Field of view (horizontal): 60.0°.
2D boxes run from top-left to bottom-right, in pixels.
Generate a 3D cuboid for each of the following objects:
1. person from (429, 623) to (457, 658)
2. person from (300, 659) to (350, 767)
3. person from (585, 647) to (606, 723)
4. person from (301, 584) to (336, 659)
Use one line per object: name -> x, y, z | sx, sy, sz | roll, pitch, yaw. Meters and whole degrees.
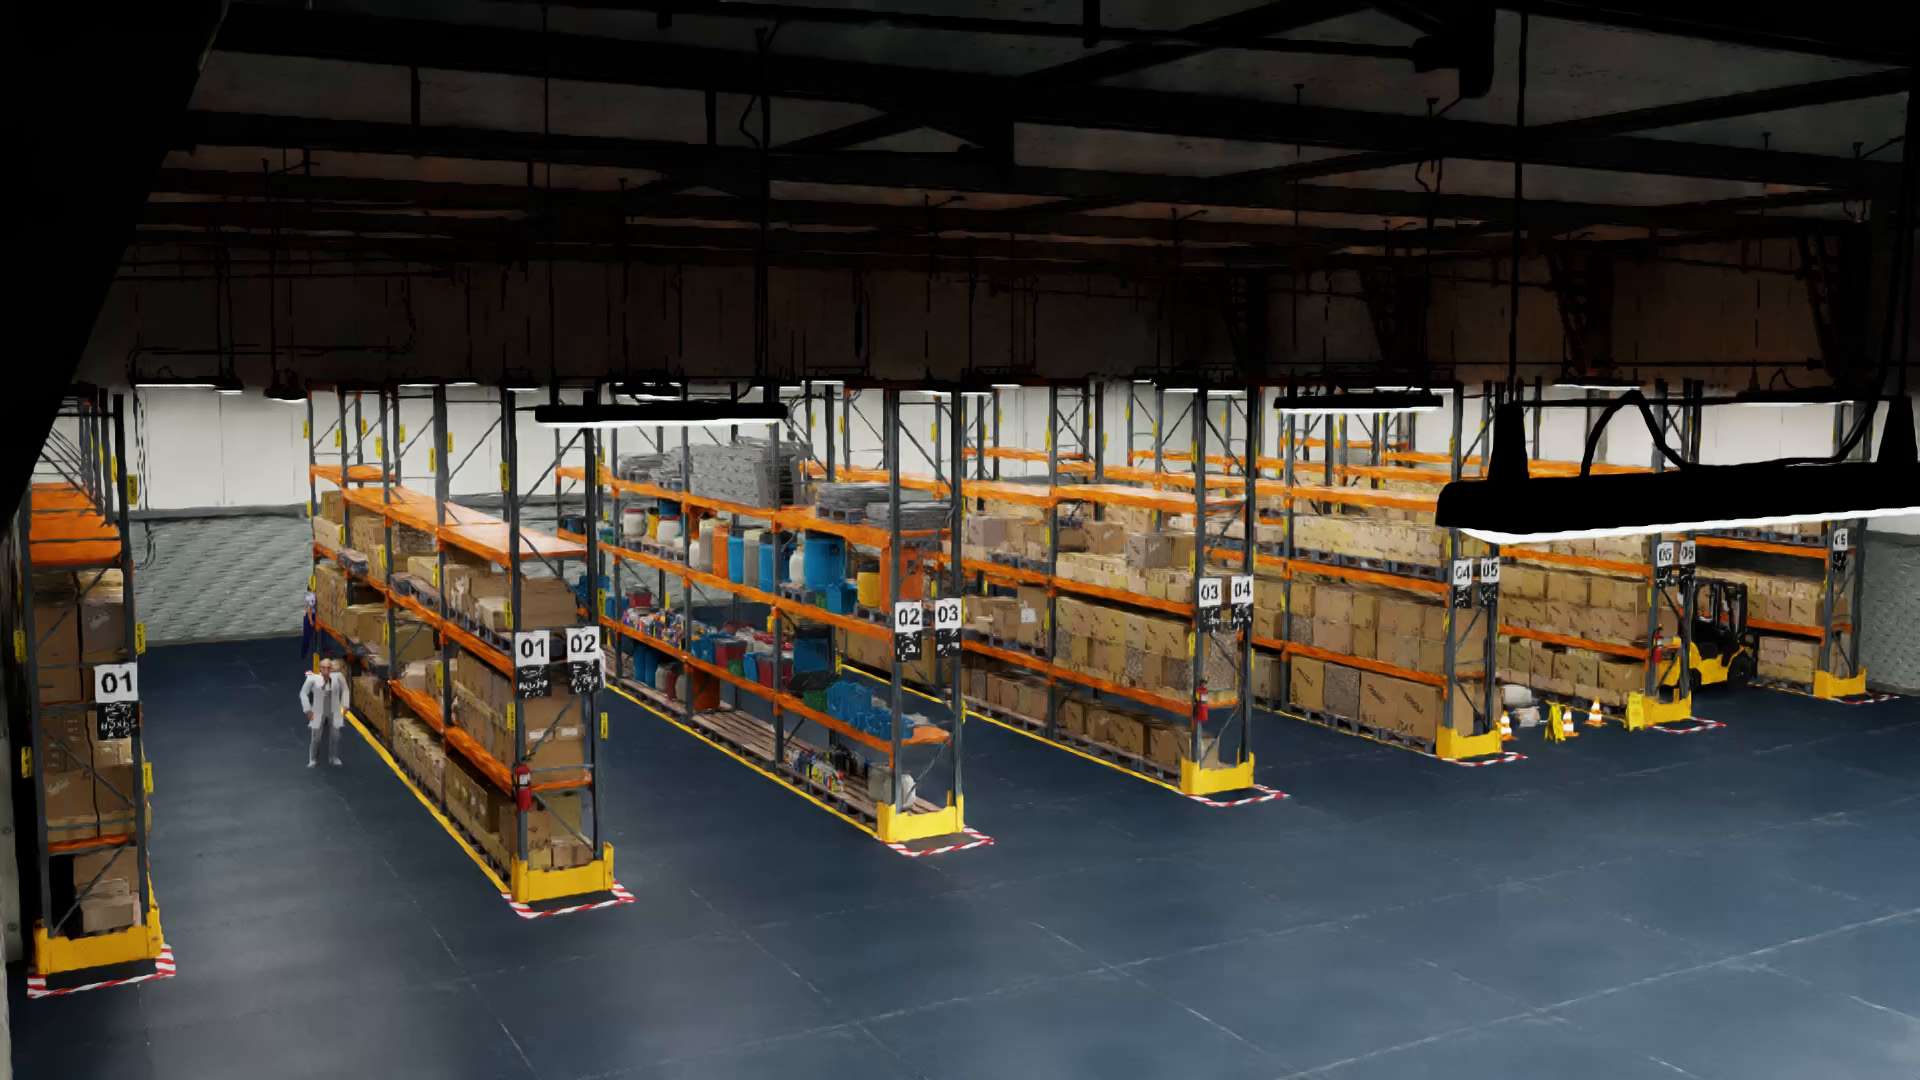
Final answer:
person -> -10.112, 1.999, 32.434 | 0.635, 1.778, 0.514 | 4, 7, 33
person -> -9.962, 2.702, 26.100 | 0.729, 1.733, 0.546 | -3, 7, -30
person -> -6.357, 2.404, 29.009 | 0.537, 1.676, 0.416 | 4, 7, 31
person -> -13.896, 1.706, 35.841 | 0.552, 1.627, 0.723 | 1, 6, 6
